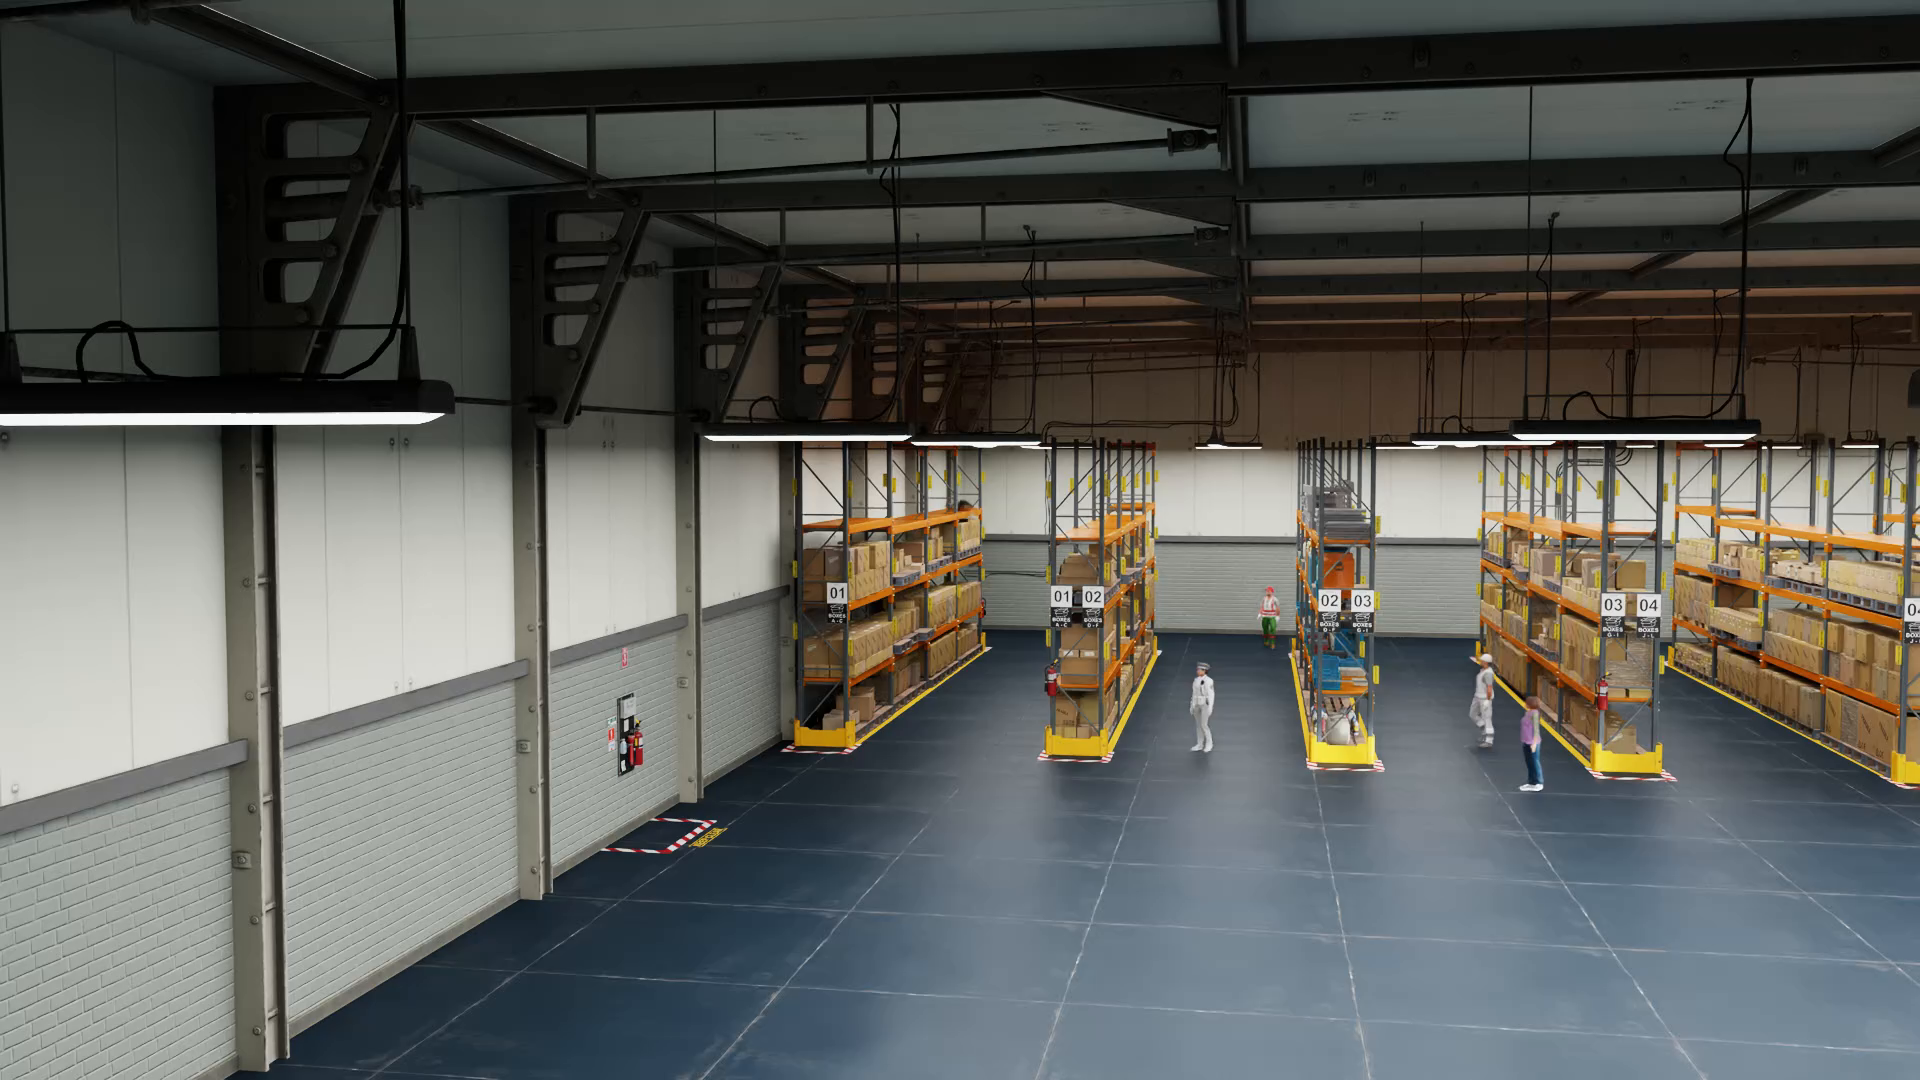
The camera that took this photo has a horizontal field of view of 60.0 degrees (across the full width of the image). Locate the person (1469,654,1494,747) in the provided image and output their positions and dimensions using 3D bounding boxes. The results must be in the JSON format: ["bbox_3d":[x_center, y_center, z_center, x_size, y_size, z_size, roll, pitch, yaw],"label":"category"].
[{"bbox_3d":[10.210,3.098,32.344,0.431,1.788,0.667,0,3,-8],"label":"person"}]

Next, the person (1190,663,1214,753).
[{"bbox_3d":[4.625,3.194,31.843,0.356,1.701,0.519,-2,4,-35],"label":"person"}]

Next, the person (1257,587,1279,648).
[{"bbox_3d":[9.022,2.255,48.656,0.640,1.755,0.908,0,3,9],"label":"person"}]

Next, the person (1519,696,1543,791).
[{"bbox_3d":[9.671,3.438,28.084,0.397,1.615,0.466,-1,3,-16],"label":"person"}]
